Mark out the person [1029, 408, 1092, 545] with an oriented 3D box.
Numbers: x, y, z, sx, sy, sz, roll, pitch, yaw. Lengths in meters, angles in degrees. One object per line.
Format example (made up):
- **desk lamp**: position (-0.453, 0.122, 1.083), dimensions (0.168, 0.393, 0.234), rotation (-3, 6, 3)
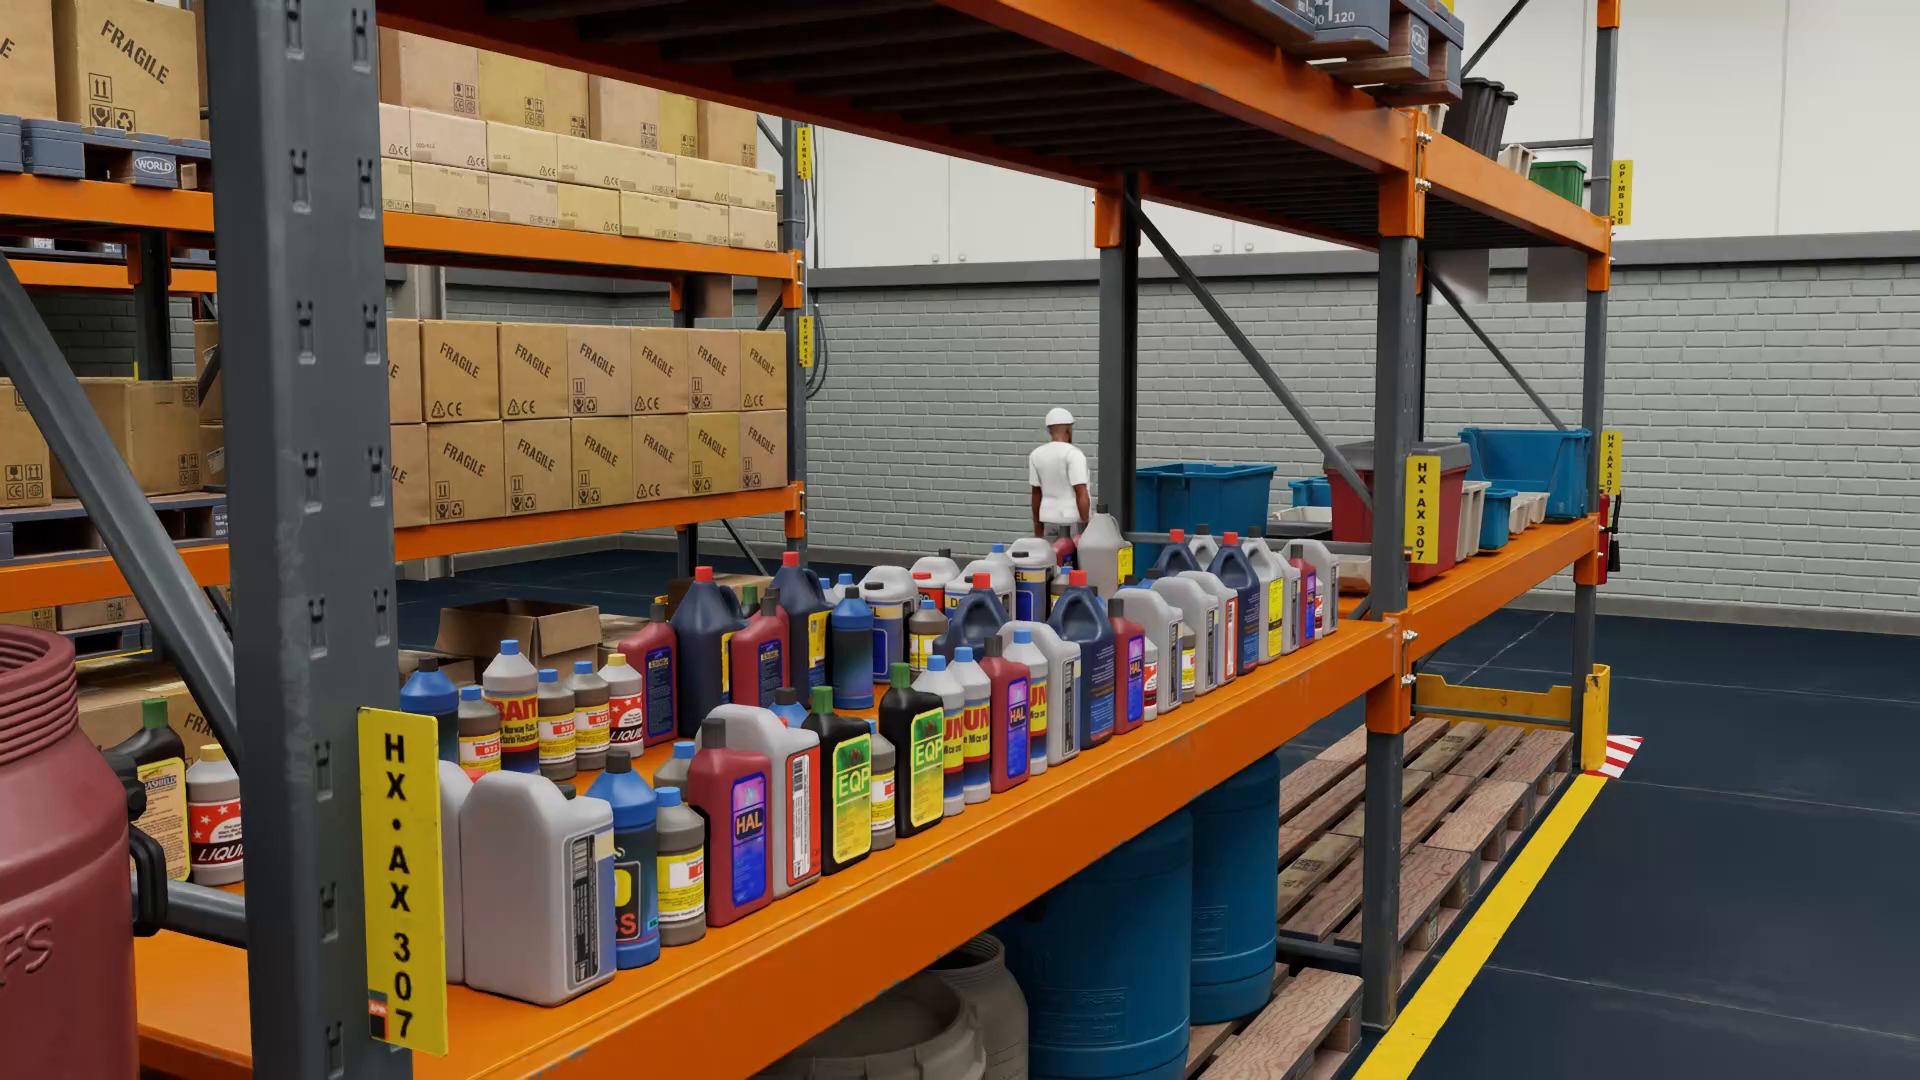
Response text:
- **person**: position (0.825, -0.139, 12.847), dimensions (0.606, 1.762, 0.693), rotation (6, 8, 45)
